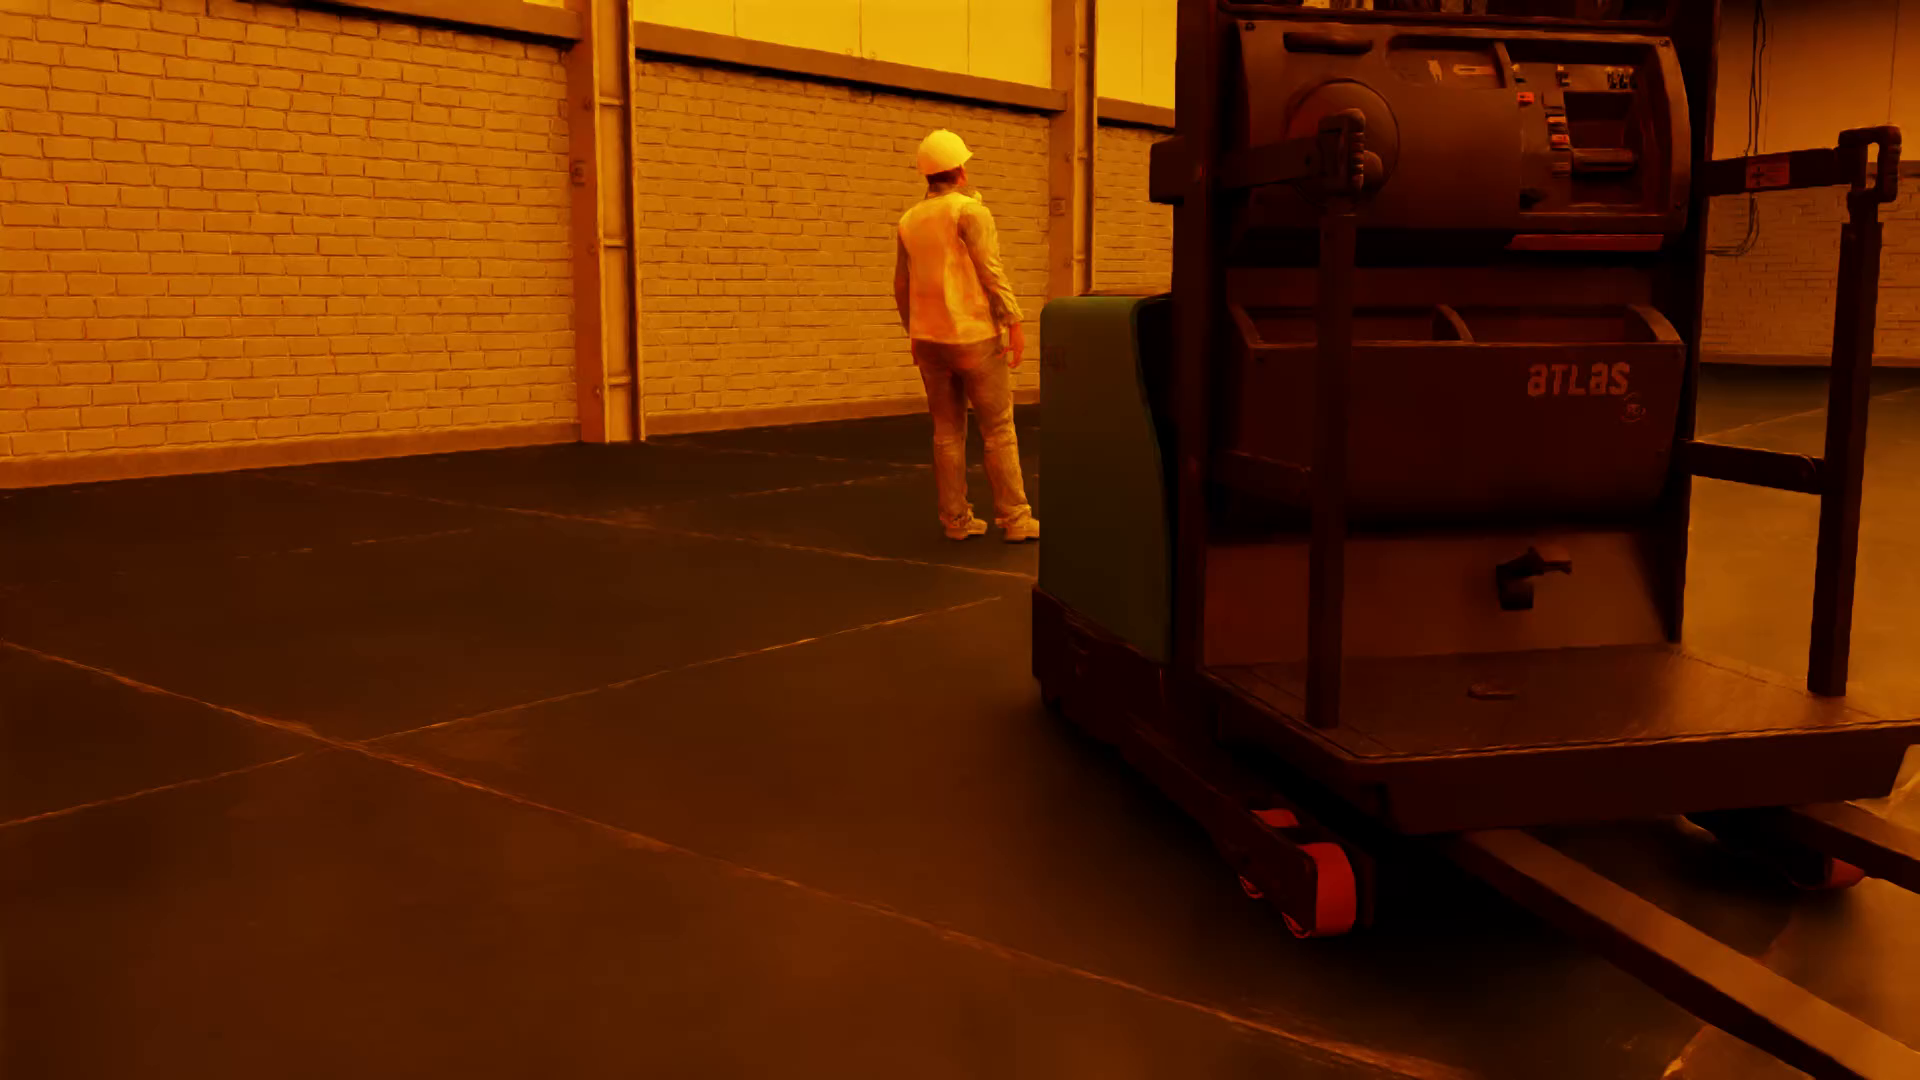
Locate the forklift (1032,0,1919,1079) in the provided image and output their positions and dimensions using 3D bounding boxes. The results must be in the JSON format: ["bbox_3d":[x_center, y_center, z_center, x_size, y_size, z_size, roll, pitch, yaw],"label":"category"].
[{"bbox_3d":[1.027,-0.836,2.997,1.130,2.935,3.031,-2,9,-13],"label":"forklift"}]

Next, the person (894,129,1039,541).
[{"bbox_3d":[0.046,-0.891,7.318,0.632,1.773,0.567,7,11,38],"label":"person"}]
